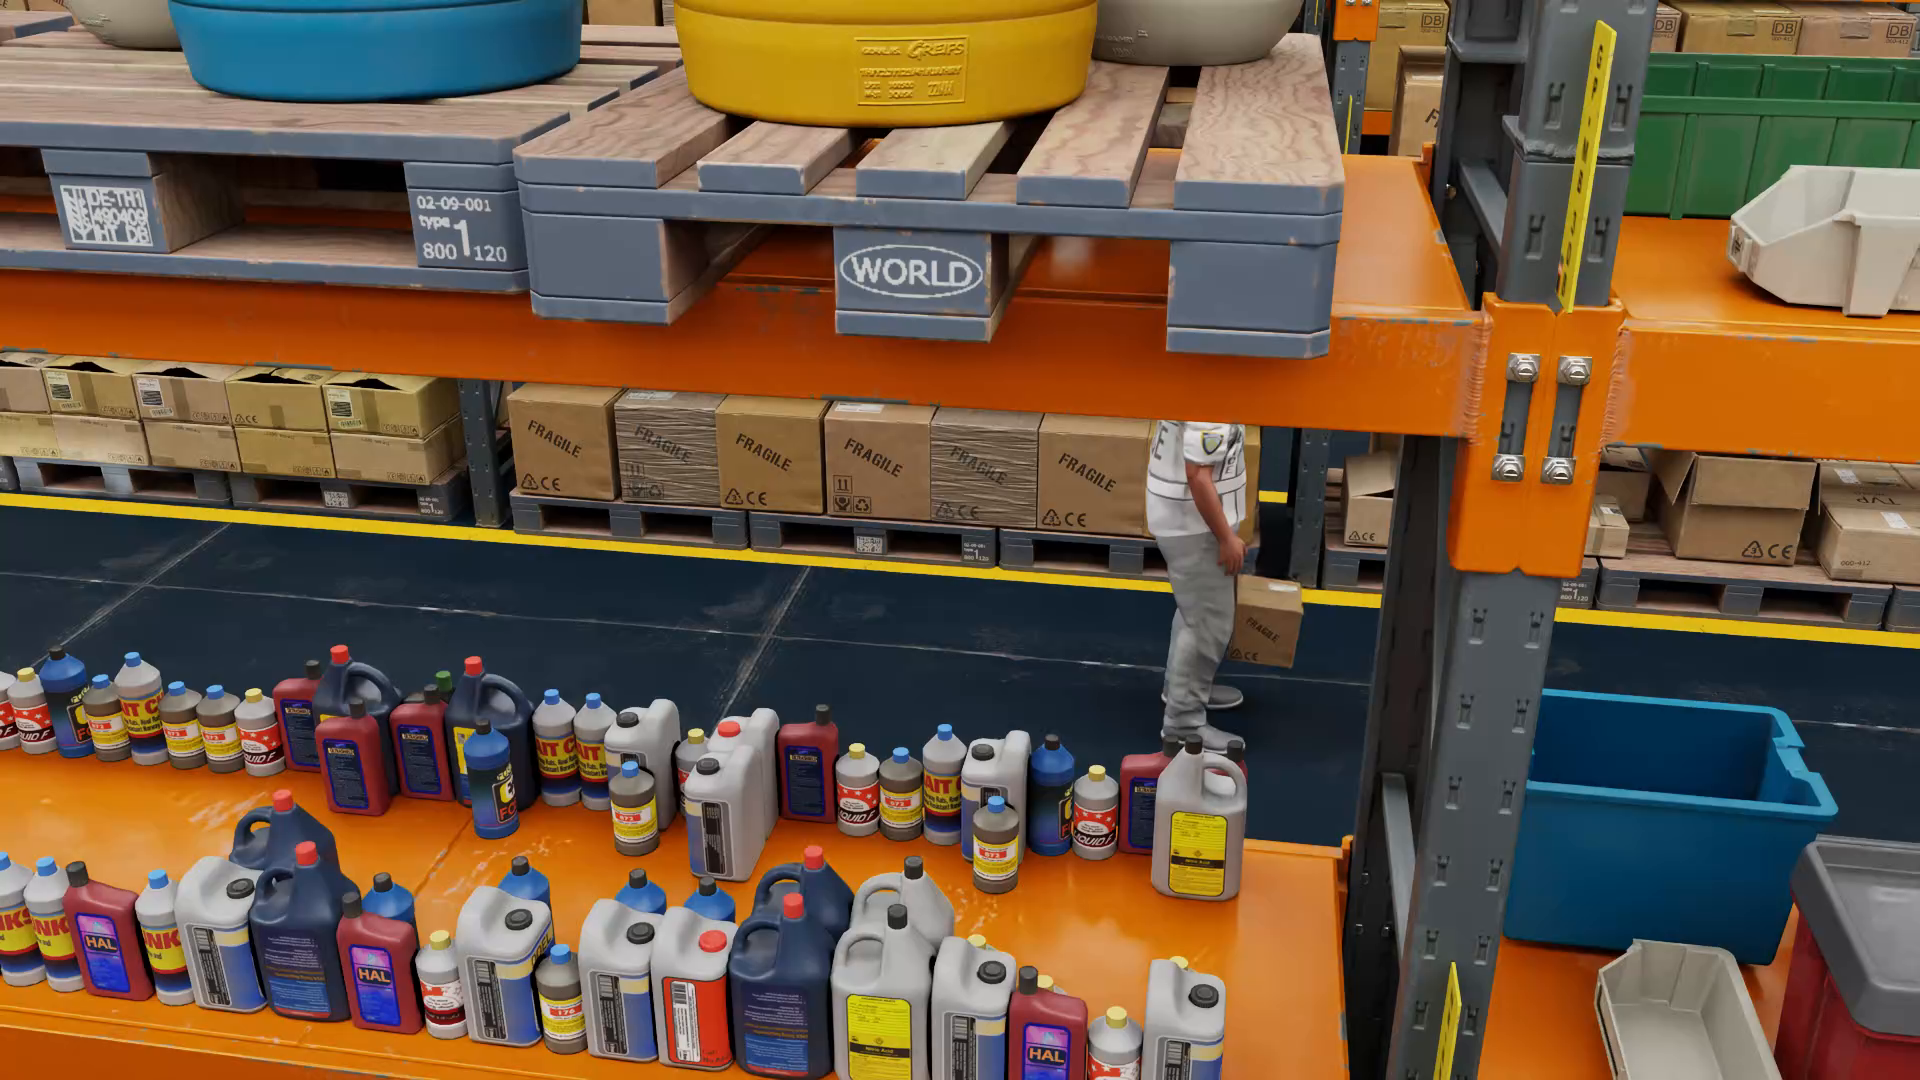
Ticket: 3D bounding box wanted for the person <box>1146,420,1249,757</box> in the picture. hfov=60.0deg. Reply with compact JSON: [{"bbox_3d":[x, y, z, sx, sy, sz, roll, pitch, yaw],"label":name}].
[{"bbox_3d":[0.914,-0.082,6.271,0.434,1.751,0.563,3,25,7],"label":"person"}]
